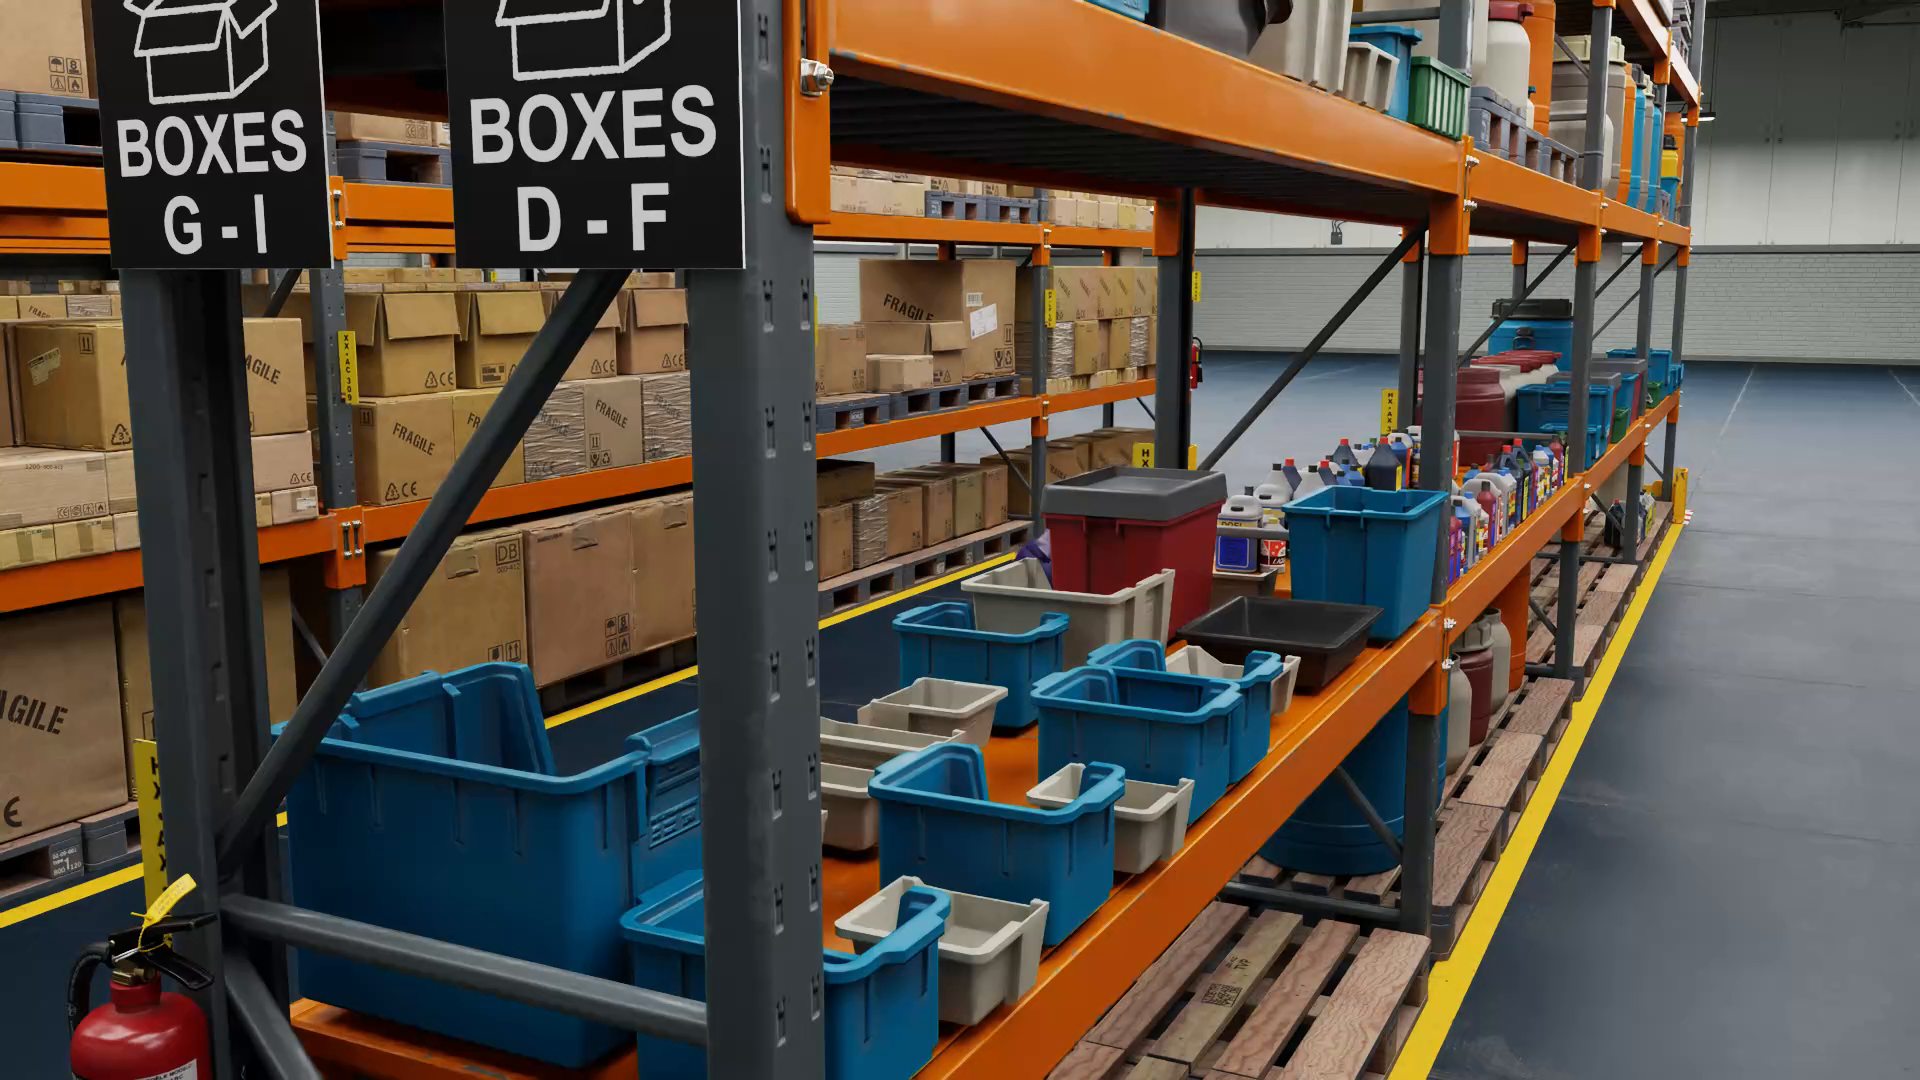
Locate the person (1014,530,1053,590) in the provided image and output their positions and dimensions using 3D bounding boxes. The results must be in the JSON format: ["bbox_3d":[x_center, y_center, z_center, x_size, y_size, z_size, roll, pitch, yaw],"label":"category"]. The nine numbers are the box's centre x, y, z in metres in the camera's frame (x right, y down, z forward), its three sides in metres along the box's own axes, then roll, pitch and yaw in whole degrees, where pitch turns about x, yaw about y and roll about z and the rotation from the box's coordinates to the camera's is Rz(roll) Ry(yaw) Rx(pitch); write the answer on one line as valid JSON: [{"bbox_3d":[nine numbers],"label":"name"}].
[{"bbox_3d":[0.691,0.236,10.667,0.637,0.949,0.530,4,10,26],"label":"person"}]
